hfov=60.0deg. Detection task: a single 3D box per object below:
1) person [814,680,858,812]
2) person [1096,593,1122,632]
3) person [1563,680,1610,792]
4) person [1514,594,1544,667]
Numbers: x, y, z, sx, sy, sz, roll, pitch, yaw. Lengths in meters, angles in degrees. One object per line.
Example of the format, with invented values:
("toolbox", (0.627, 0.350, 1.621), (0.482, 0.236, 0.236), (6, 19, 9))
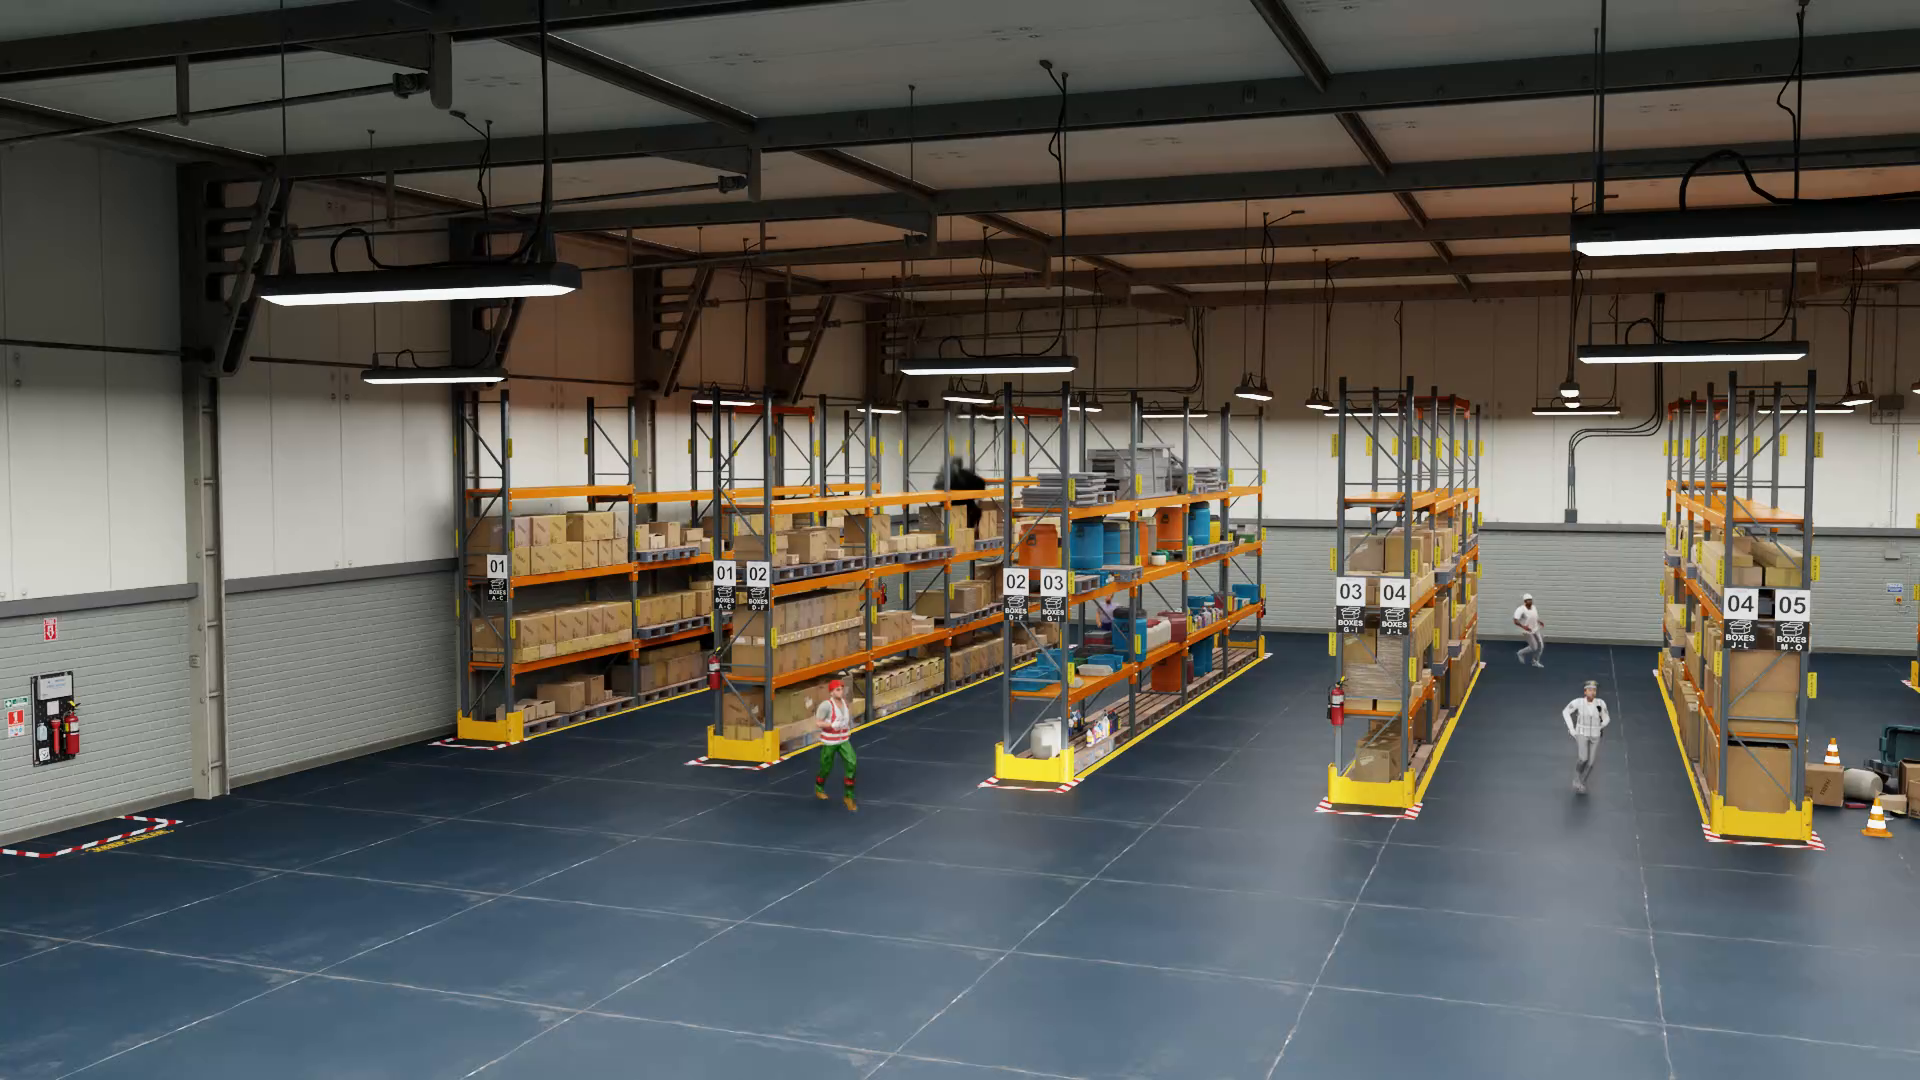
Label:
("person", (-1.792, 2.849, 23.157), (0.627, 1.837, 0.862), (-2, 4, -36))
("person", (3.239, 1.921, 36.197), (0.610, 1.618, 0.584), (1, 3, 20))
("person", (9.082, 2.842, 24.038), (0.613, 1.651, 0.601), (0, 3, 5))
("person", (13.025, 2.069, 38.106), (0.707, 1.684, 0.565), (-2, 4, -31))
